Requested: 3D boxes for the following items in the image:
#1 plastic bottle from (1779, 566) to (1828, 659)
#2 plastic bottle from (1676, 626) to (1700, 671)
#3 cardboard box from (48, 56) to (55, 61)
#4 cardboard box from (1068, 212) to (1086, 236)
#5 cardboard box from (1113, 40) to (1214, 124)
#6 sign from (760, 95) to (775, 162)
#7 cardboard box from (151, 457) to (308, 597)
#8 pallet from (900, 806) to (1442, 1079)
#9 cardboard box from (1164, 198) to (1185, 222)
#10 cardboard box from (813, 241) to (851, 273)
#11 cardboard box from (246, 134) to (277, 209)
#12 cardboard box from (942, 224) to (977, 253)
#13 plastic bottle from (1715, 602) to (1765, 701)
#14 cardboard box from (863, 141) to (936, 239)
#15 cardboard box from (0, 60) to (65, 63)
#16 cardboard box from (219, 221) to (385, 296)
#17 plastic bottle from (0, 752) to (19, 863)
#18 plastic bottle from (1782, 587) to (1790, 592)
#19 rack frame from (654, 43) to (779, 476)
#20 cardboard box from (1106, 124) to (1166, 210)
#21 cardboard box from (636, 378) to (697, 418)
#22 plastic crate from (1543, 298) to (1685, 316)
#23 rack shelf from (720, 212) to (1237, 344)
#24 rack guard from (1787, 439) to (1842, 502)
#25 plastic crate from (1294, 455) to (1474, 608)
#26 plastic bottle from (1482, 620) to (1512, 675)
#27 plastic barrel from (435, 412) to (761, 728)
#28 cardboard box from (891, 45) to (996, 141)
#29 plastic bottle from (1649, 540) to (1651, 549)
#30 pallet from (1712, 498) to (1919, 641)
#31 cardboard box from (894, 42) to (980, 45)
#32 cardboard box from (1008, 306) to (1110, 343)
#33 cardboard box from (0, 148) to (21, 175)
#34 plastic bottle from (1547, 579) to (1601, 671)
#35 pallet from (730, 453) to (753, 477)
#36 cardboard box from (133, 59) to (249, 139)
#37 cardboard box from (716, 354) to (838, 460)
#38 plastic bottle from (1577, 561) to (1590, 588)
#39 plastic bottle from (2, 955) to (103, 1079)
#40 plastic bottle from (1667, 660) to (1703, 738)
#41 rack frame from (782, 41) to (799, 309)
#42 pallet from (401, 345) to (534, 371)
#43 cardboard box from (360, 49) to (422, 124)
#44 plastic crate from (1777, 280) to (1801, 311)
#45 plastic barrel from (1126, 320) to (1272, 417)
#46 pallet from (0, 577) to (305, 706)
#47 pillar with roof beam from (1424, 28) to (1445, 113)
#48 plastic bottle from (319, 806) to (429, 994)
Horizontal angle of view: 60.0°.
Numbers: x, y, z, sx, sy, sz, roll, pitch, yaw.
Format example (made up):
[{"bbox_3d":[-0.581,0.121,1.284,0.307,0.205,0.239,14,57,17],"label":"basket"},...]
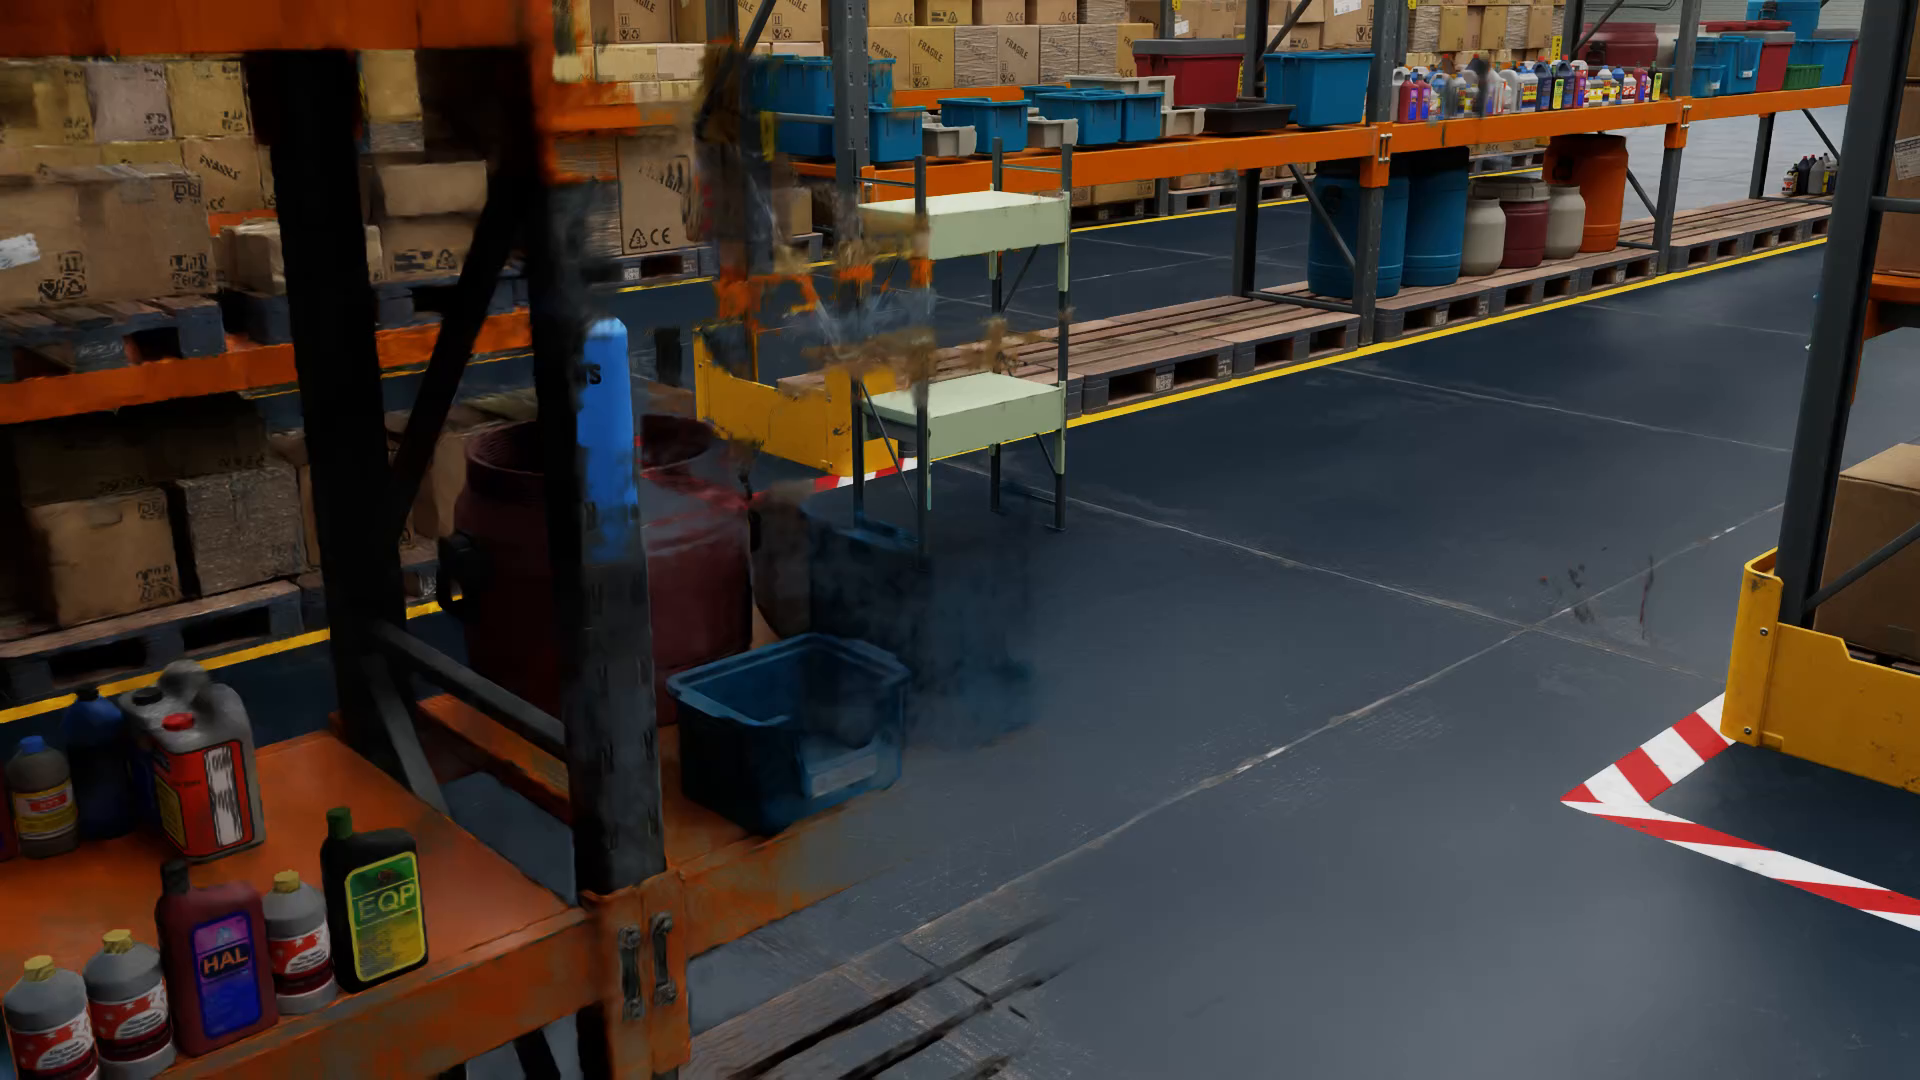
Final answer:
[{"bbox_3d":[9.265,-3.572,16.220,0.185,0.351,0.144,-17,24,-41],"label":"plastic bottle"},{"bbox_3d":[8.622,-3.399,15.797,0.133,0.283,0.061,-16,24,-41],"label":"plastic bottle"},{"bbox_3d":[-4.935,-9.487,29.187,0.250,0.149,0.380,-17,24,-42],"label":"cardboard box"},{"bbox_3d":[6.488,-5.877,20.156,0.250,0.149,0.380,-16,24,-41],"label":"cardboard box"},{"bbox_3d":[7.221,-6.865,20.529,0.500,0.500,0.500,-16,24,-41],"label":"cardboard box"},{"bbox_3d":[4.928,-5.952,18.101,0.005,0.325,0.100,-16,24,-41],"label":"sign"},{"bbox_3d":[2.505,-3.964,17.187,0.700,0.500,0.500,15,24,39],"label":"cardboard box"},{"bbox_3d":[6.516,-2.653,14.326,1.213,0.211,1.003,-16,24,-41],"label":"pallet"},{"bbox_3d":[7.203,-6.093,20.821,0.250,0.149,0.380,-16,24,-41],"label":"cardboard box"},{"bbox_3d":[5.098,-5.433,18.786,0.250,0.149,0.380,-16,24,-41],"label":"cardboard box"},{"bbox_3d":[1.014,-6.535,21.614,0.500,0.500,0.500,-16,24,-41],"label":"cardboard box"},{"bbox_3d":[5.798,-5.654,19.466,0.250,0.149,0.380,-16,24,-41],"label":"cardboard box"},{"bbox_3d":[8.819,-3.442,15.818,0.185,0.351,0.144,-15,24,-39],"label":"plastic bottle"},{"bbox_3d":[5.301,-5.893,19.153,0.500,0.500,0.875,-16,24,-41],"label":"cardboard box"},{"bbox_3d":[-2.802,-8.099,25.276,0.500,0.500,0.500,-15,24,-39],"label":"cardboard box"},{"bbox_3d":[3.014,-5.109,16.941,0.500,0.250,0.500,17,25,42],"label":"cardboard box"},{"bbox_3d":[4.234,-3.433,12.398,0.133,0.283,0.061,-16,24,-41],"label":"plastic bottle"},{"bbox_3d":[9.285,-3.558,16.419,0.097,0.201,0.097,0,18,0],"label":"plastic bottle"},{"bbox_3d":[4.544,-5.525,18.660,0.127,3.000,1.000,-16,24,-41],"label":"rack frame"},{"bbox_3d":[6.751,-6.318,20.463,0.500,0.500,0.875,-16,24,-41],"label":"cardboard box"},{"bbox_3d":[4.083,-4.419,18.592,0.700,0.500,0.500,16,24,40],"label":"cardboard box"},{"bbox_3d":[8.565,-4.639,16.171,0.616,0.251,0.499,-16,24,-41],"label":"plastic crate"},{"bbox_3d":[5.997,-5.606,20.078,4.000,0.370,1.077,-16,24,-41],"label":"rack shelf"},{"bbox_3d":[10.831,-4.046,18.155,0.348,0.500,1.175,-16,24,-41],"label":"rack guard"},{"bbox_3d":[6.876,-3.881,13.936,0.662,0.188,0.450,-16,24,-41],"label":"plastic crate"},{"bbox_3d":[7.997,-3.439,16.053,0.097,0.201,0.097,0,18,0],"label":"plastic bottle"},{"bbox_3d":[5.170,-3.798,13.114,0.708,0.536,0.600,-16,24,-41],"label":"plastic barrel"},{"bbox_3d":[5.772,-6.440,19.218,0.500,0.500,0.500,-16,24,-41],"label":"cardboard box"},{"bbox_3d":[9.000,-3.765,16.945,0.097,0.271,0.097,0,18,0],"label":"plastic bottle"},{"bbox_3d":[10.237,-3.738,17.672,1.213,0.211,1.003,-16,24,-41],"label":"pallet"},{"bbox_3d":[5.774,-6.663,19.907,0.500,0.500,0.500,-16,24,-41],"label":"cardboard box"},{"bbox_3d":[6.575,-5.120,20.784,0.500,0.500,0.500,-9,20,-27],"label":"cardboard box"},{"bbox_3d":[-0.451,-6.107,20.295,0.500,0.500,0.500,-16,24,-41],"label":"cardboard box"},{"bbox_3d":[8.316,-3.533,16.098,0.185,0.351,0.144,-16,24,-41],"label":"plastic bottle"},{"bbox_3d":[5.008,-4.348,19.554,1.213,0.211,1.003,-16,24,-41],"label":"pallet"},{"bbox_3d":[0.481,-6.965,21.319,0.500,0.500,0.700,-17,24,-42],"label":"cardboard box"},{"bbox_3d":[4.862,-4.611,19.215,0.500,0.500,0.500,17,25,42],"label":"cardboard box"},{"bbox_3d":[8.446,-3.617,16.469,0.133,0.283,0.061,-14,23,-37],"label":"plastic bottle"},{"bbox_3d":[4.705,-3.201,11.817,0.097,0.201,0.097,0,18,0],"label":"plastic bottle"},{"bbox_3d":[8.480,-3.295,15.495,0.097,0.271,0.097,0,18,0],"label":"plastic bottle"},{"bbox_3d":[4.116,-7.505,24.769,0.127,3.000,1.000,-16,24,-41],"label":"rack frame"},{"bbox_3d":[1.816,-5.475,23.028,1.213,0.211,1.003,-16,24,-41],"label":"pallet"},{"bbox_3d":[1.502,-7.313,22.182,0.550,0.550,0.875,-16,24,-41],"label":"cardboard box"},{"bbox_3d":[9.982,-5.019,17.529,0.250,0.136,0.298,-16,24,-41],"label":"plastic crate"},{"bbox_3d":[6.568,-4.170,14.263,0.433,0.535,0.433,0,18,0],"label":"plastic barrel"},{"bbox_3d":[2.207,-3.516,16.986,1.213,0.211,1.003,-16,24,-41],"label":"pallet"},{"bbox_3d":[20.860,-18.005,47.426,0.400,9.000,9.100,-16,24,-41],"label":"pillar with roof beam"},{"bbox_3d":[5.040,-3.330,12.081,0.133,0.283,0.061,-16,24,-41],"label":"plastic bottle"}]
